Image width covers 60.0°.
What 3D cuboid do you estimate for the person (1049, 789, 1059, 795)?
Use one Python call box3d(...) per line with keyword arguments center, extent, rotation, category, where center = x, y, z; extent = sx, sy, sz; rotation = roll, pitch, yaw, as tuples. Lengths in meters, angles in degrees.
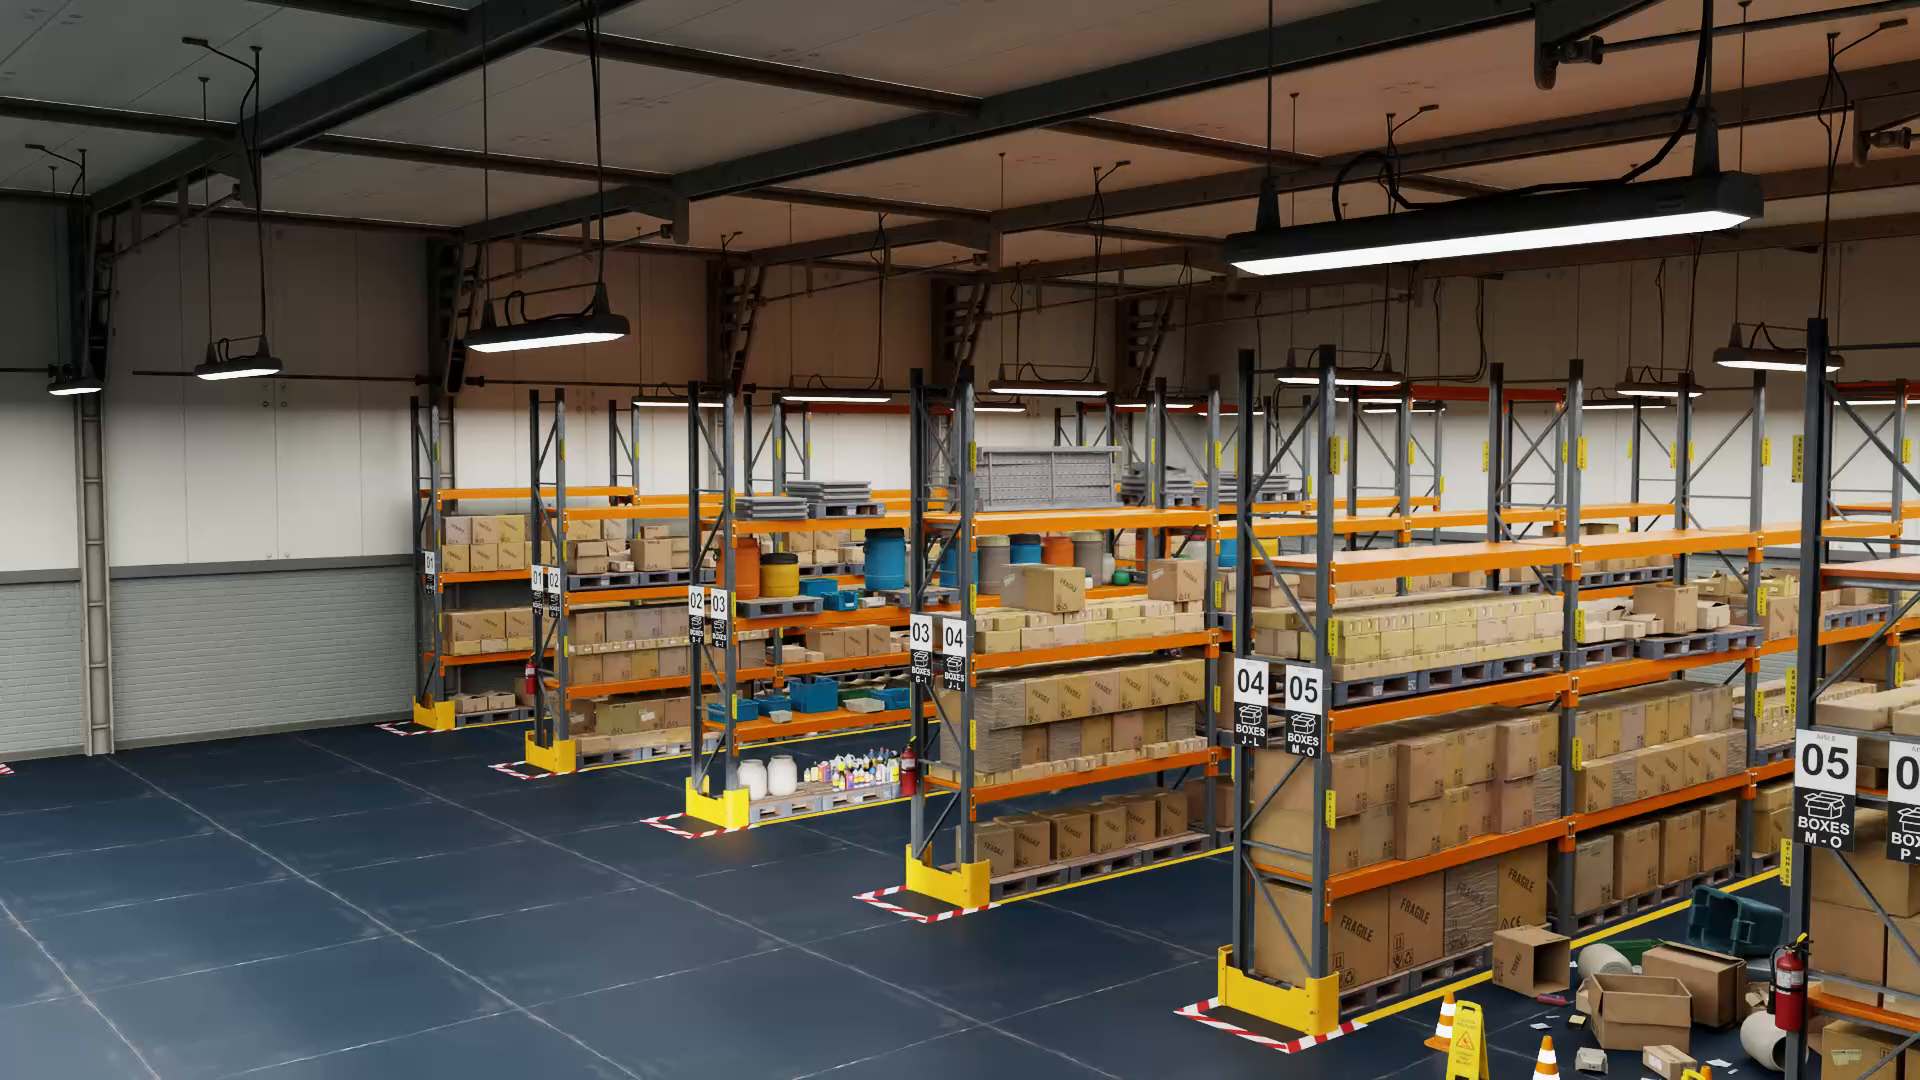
box3d(center=(1.575, 2.968, 24.674), extent=(0.579, 1.546, 0.919), rotation=(2, 4, 28), category="person")
